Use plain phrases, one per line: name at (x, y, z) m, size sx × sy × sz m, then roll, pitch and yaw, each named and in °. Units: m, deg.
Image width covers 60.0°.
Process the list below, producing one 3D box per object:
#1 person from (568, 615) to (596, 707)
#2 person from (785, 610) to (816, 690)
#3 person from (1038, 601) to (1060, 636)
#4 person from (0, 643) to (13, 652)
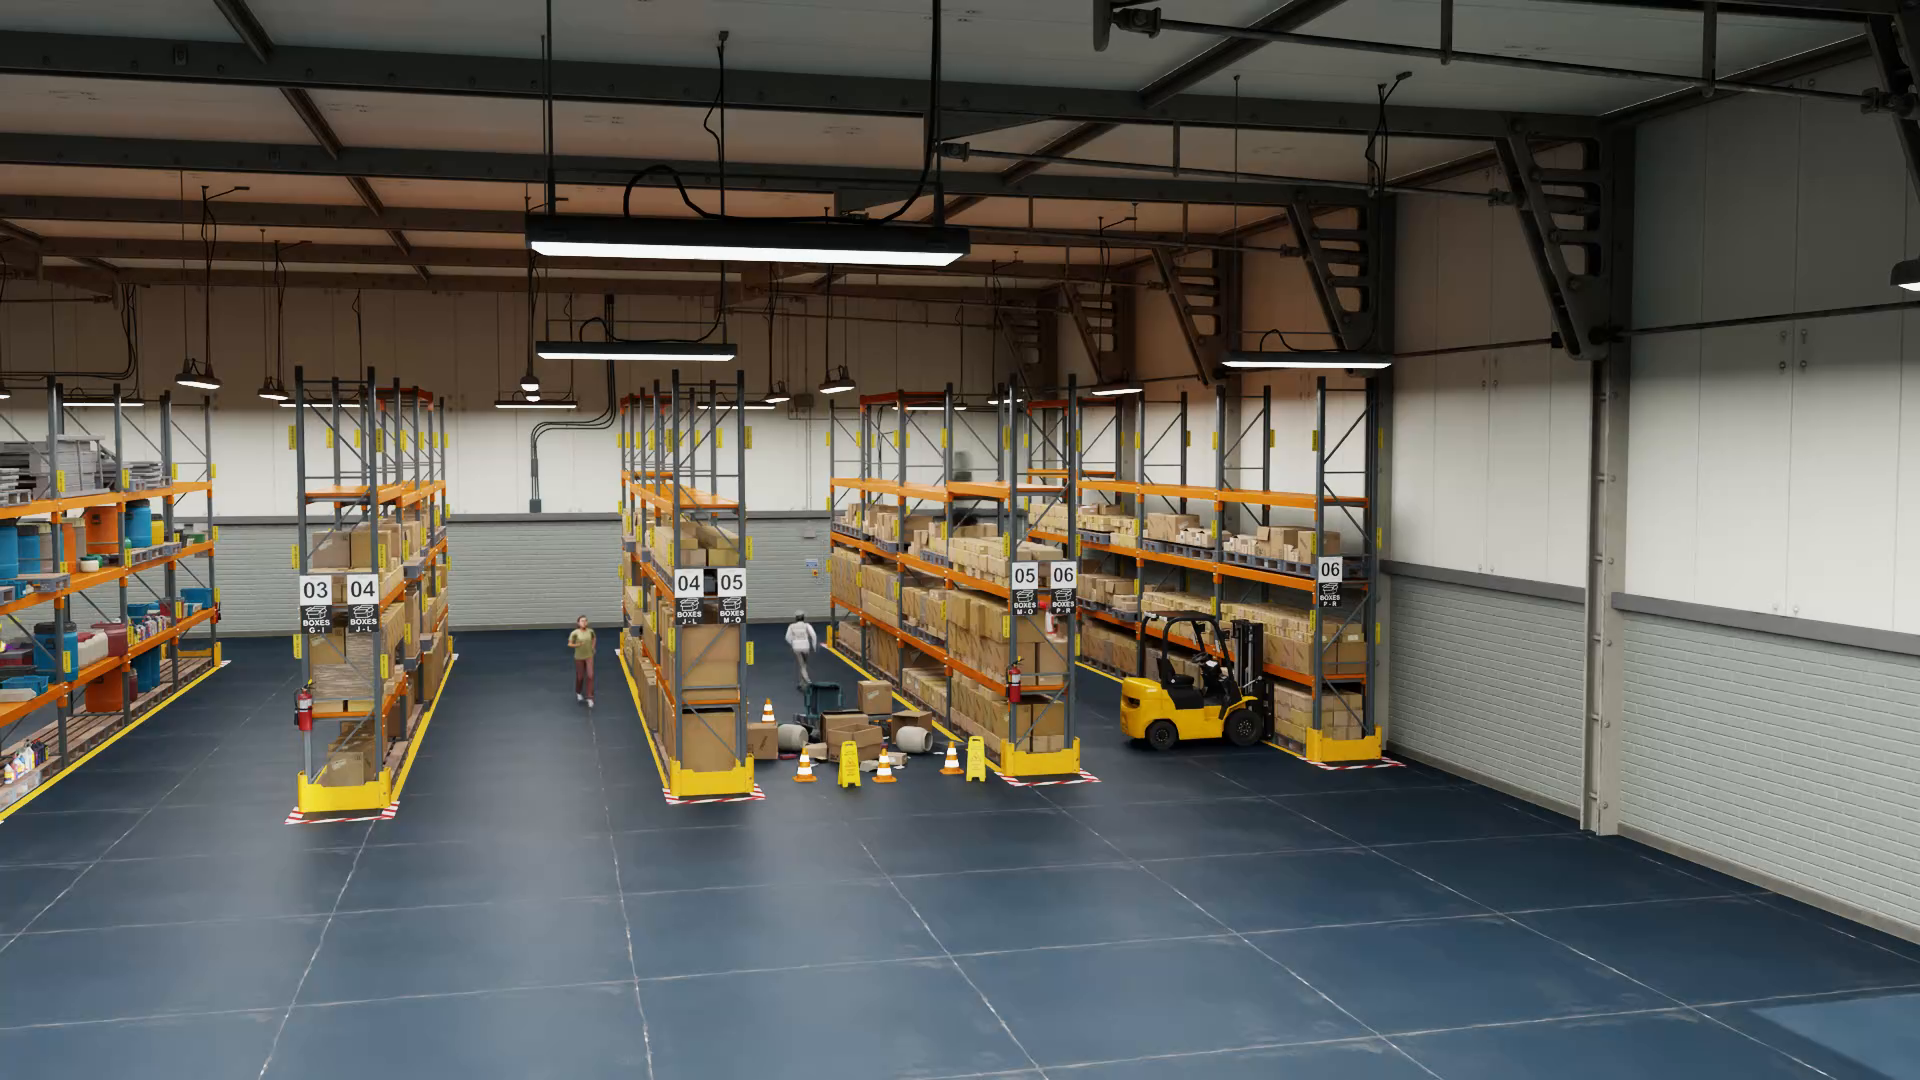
person at (-7.130, 2.268, 31.475) m, size 0.570 × 1.683 × 0.904 m, roll -1°, pitch 4°, yaw -24°
person at (-3.158, 2.246, 33.091) m, size 0.619 × 1.624 × 0.784 m, roll -1°, pitch 3°, yaw -10°
person at (1.765, 2.126, 33.720) m, size 0.658 × 1.772 × 1.074 m, roll -2°, pitch 4°, yaw -24°
person at (-16.909, 2.401, 29.136) m, size 0.714 × 1.733 × 0.791 m, roll -1°, pitch 4°, yaw -18°
